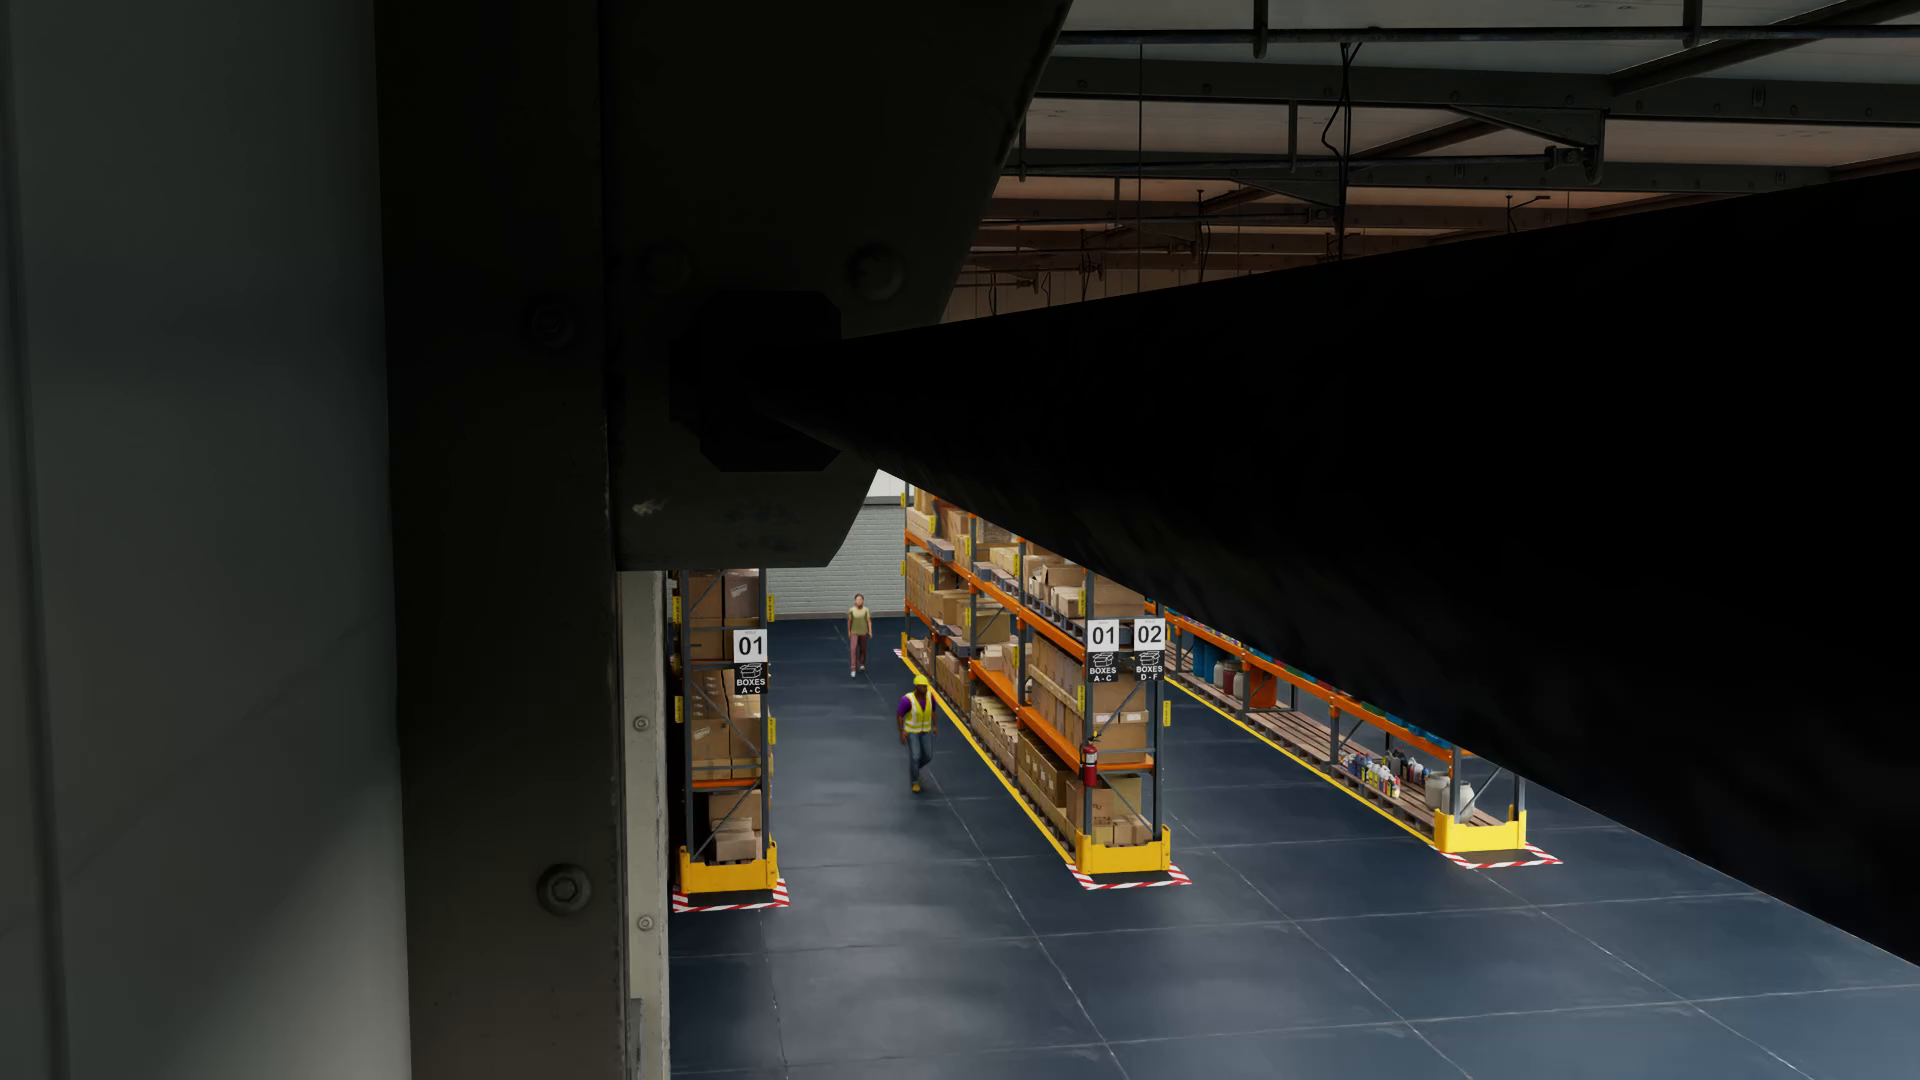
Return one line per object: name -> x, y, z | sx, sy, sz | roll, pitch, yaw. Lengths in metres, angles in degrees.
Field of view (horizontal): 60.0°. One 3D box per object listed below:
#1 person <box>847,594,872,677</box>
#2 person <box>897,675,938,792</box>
person -> -2.075, 1.937, 34.367 | 0.523, 1.626, 0.993 | 0, 6, -1
person -> -0.662, 2.876, 25.020 | 0.652, 1.747, 0.624 | -3, 7, -30
